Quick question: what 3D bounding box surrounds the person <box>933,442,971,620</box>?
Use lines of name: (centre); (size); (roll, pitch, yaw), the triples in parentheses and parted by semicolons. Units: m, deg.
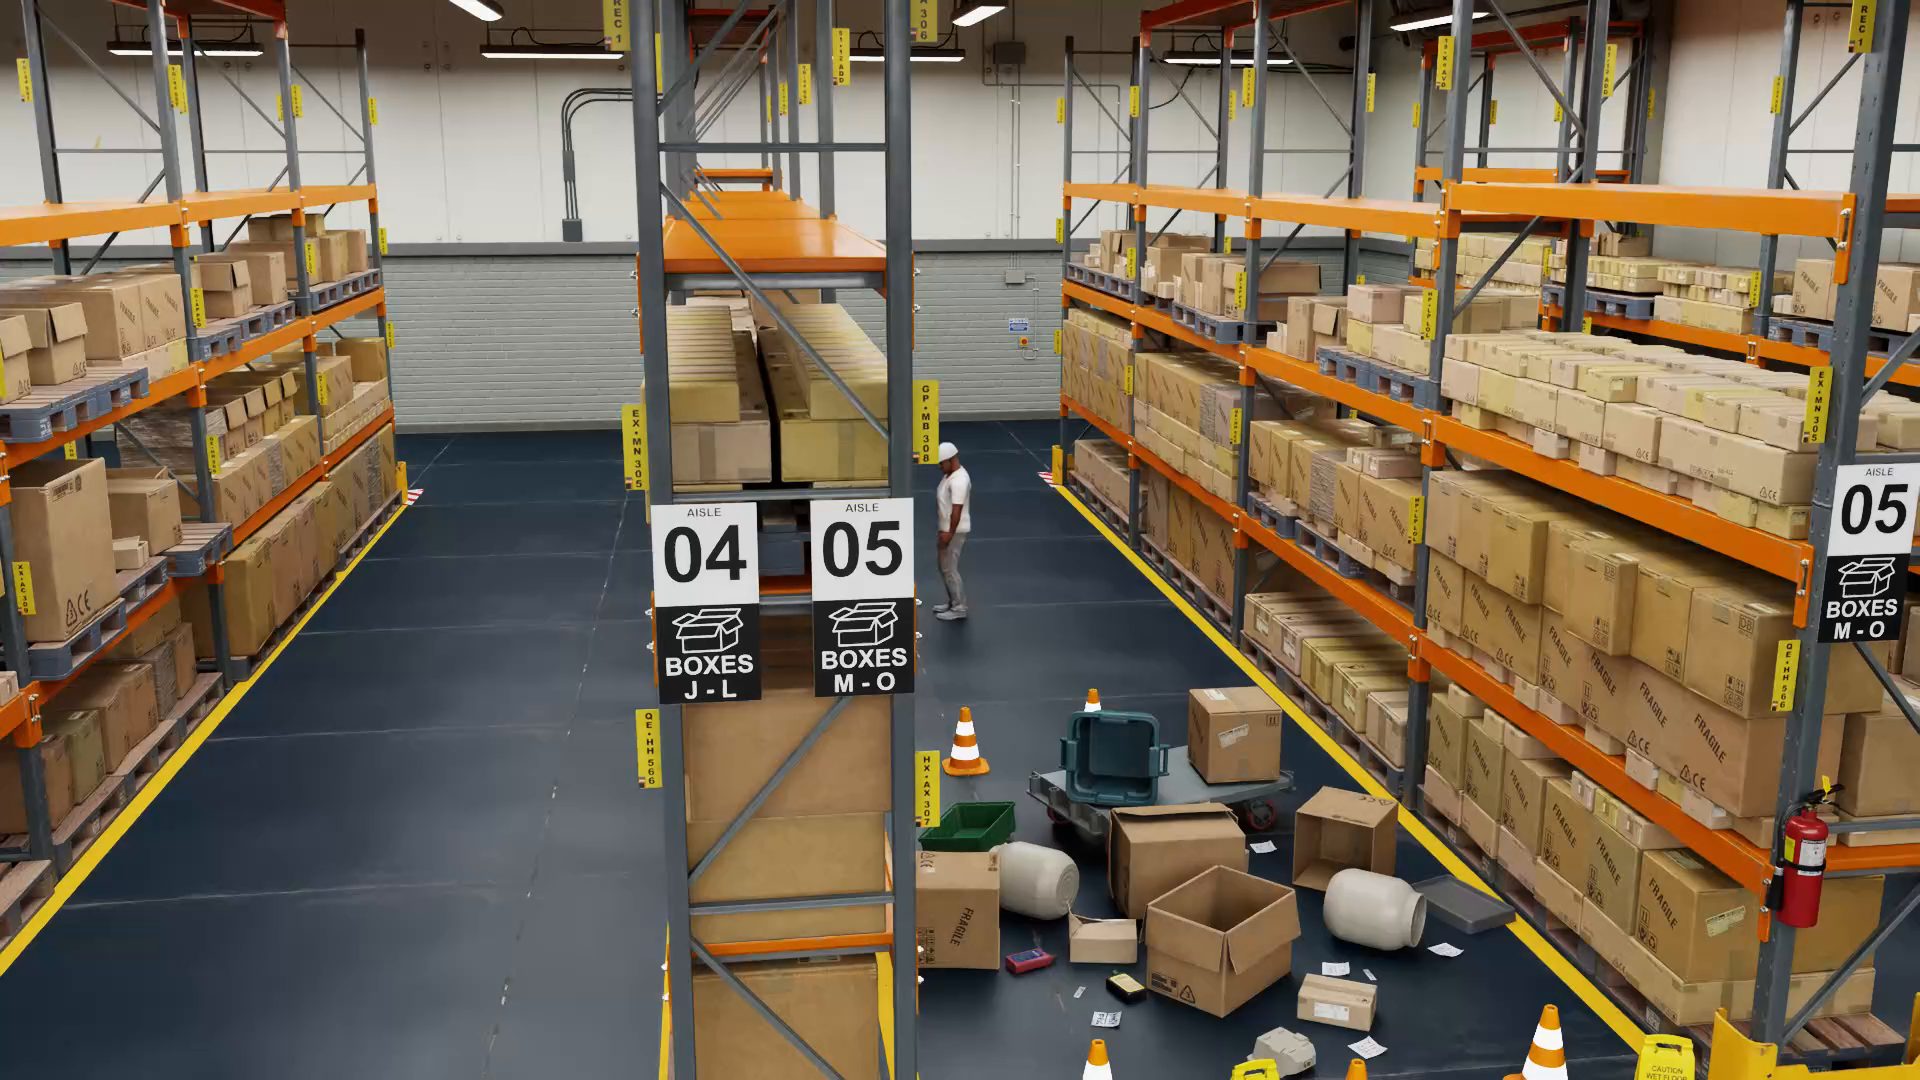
person: (-0.090, -0.098, 16.395); (0.390, 1.748, 0.575); (-2, 13, -7)
